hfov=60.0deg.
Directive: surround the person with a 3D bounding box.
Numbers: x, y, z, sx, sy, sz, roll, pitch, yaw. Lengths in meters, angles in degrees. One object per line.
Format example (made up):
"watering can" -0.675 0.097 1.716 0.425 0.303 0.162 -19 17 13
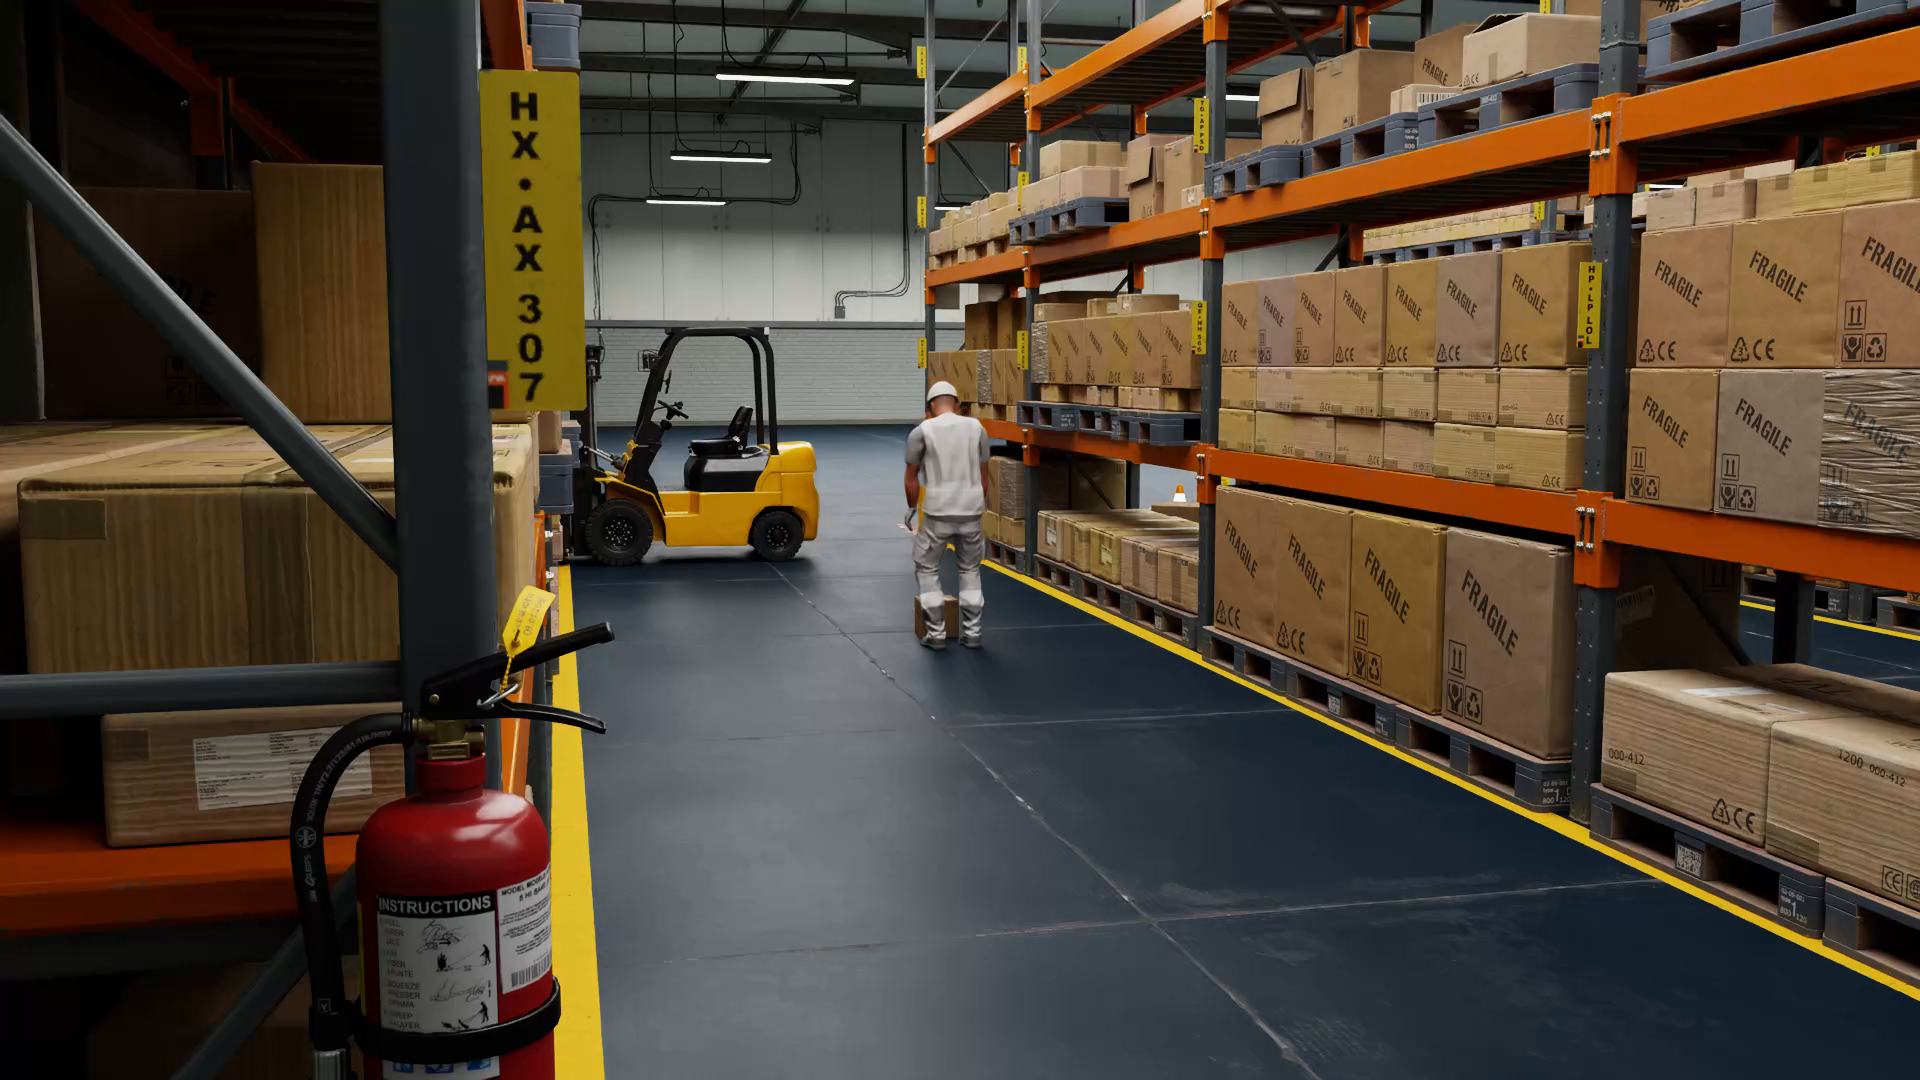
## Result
"person" -0.088 -0.161 10.686 0.551 1.712 0.496 -1 6 -12
